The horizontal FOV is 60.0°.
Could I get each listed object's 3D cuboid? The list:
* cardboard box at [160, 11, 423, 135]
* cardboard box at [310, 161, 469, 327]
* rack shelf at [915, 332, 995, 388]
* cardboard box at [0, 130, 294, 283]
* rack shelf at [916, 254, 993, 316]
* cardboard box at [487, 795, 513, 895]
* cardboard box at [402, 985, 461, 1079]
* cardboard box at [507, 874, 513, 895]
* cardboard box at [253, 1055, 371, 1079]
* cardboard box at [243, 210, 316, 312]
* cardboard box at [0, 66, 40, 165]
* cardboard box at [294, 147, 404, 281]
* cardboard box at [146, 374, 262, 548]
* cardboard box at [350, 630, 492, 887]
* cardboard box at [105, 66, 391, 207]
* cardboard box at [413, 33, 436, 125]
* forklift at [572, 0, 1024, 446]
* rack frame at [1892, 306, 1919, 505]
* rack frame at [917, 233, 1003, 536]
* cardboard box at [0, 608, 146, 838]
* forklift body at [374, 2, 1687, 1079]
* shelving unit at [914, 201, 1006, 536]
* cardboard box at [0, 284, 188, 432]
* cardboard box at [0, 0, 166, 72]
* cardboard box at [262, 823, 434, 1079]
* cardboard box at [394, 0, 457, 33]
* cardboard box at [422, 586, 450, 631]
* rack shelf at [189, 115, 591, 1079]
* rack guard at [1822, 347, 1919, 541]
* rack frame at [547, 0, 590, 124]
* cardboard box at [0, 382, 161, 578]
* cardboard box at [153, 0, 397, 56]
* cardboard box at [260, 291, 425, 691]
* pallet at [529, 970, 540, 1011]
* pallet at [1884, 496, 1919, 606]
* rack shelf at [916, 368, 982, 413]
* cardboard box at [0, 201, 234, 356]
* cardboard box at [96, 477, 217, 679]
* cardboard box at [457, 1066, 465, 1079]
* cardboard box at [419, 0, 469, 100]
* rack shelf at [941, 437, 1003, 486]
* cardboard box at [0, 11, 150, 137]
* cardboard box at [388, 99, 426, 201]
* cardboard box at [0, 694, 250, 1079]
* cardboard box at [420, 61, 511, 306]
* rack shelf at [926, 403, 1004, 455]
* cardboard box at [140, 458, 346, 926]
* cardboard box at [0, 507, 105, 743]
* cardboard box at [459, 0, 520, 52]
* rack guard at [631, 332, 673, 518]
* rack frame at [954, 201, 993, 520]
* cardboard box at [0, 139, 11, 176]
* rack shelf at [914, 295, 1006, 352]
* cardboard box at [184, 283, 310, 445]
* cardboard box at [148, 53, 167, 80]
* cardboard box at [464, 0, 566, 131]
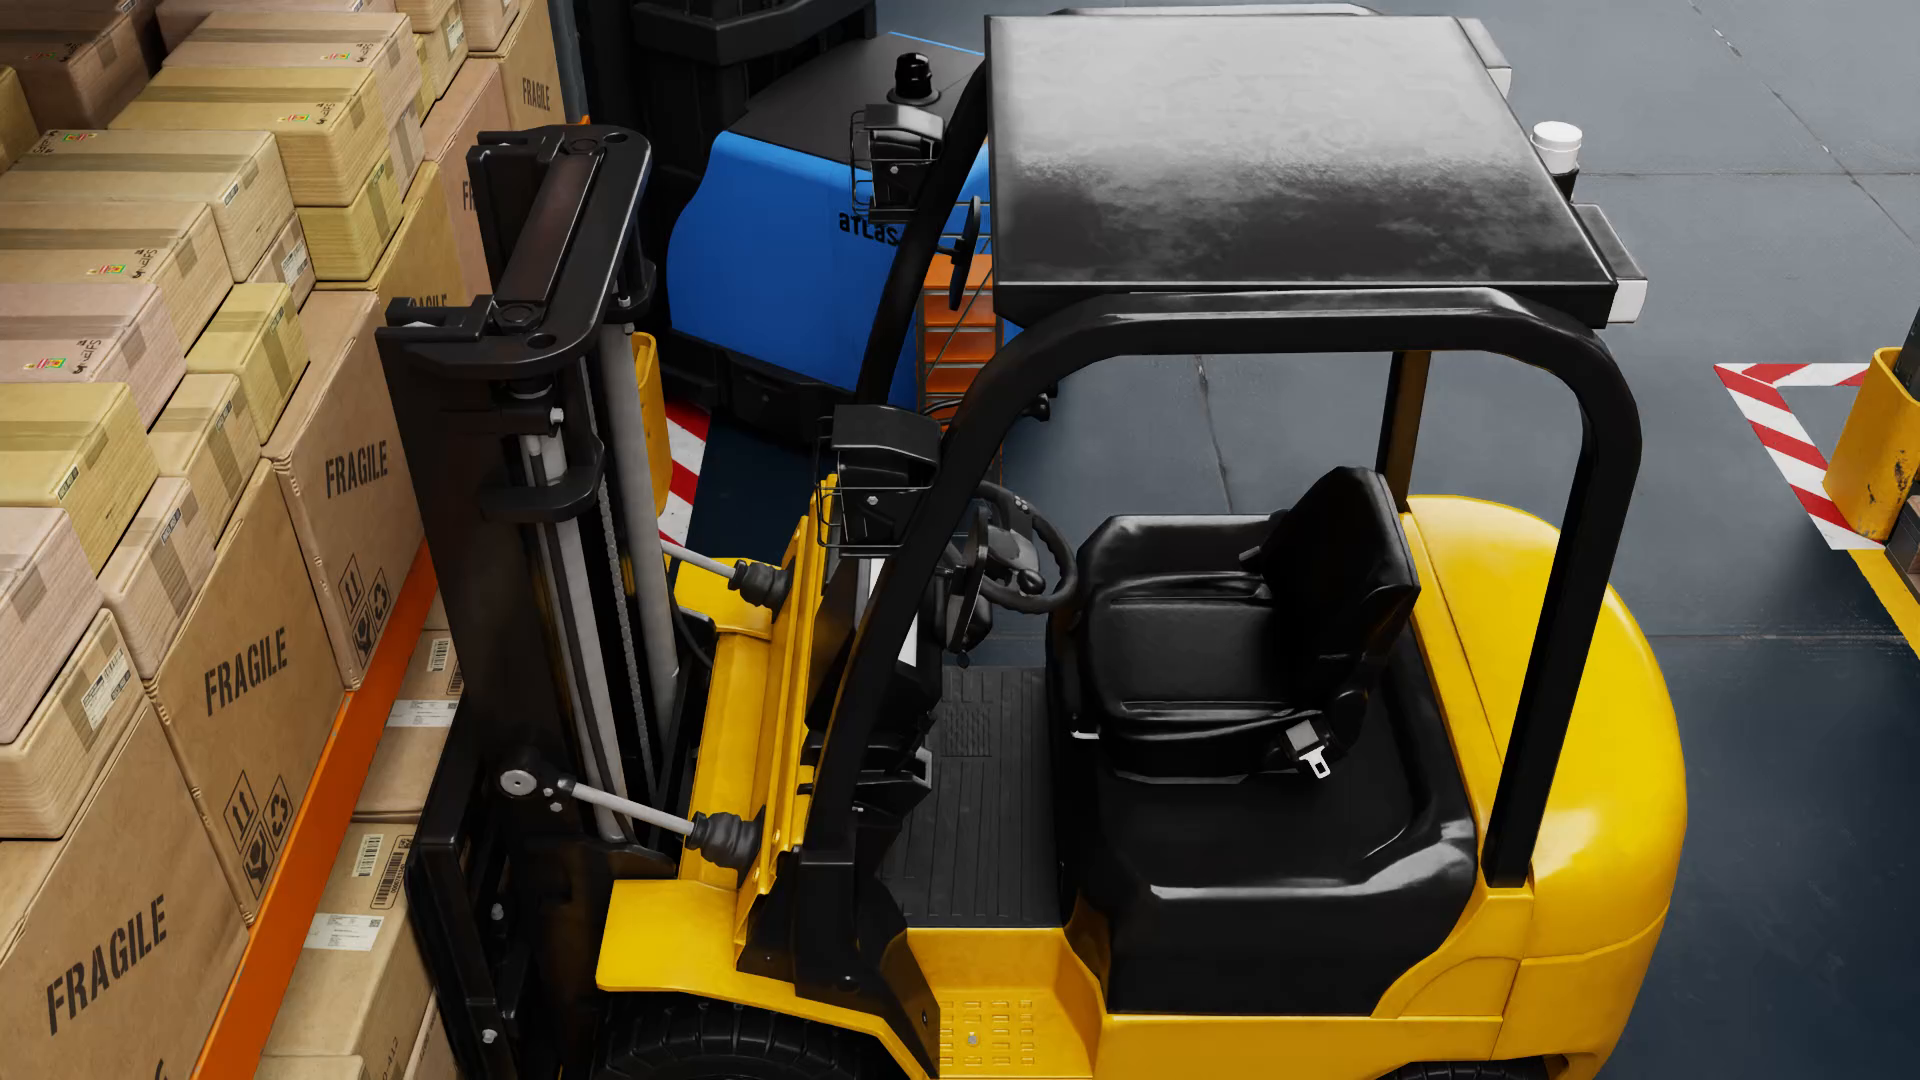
[{"bbox_3d":[-1.234,-0.866,3.095,0.380,0.149,0.250,1,39,1],"label":"cardboard box"},{"bbox_3d":[-1.285,-0.404,3.276,0.500,0.500,0.500,-1,39,-1],"label":"cardboard box"},{"bbox_3d":[0.000,-0.536,4.839,0.258,0.103,0.180,0,39,0],"label":"rack shelf"},{"bbox_3d":[-1.322,-0.543,2.692,0.380,0.149,0.250,0,39,1],"label":"cardboard box"},{"bbox_3d":[0.000,-0.724,4.689,0.258,0.103,0.180,0,39,0],"label":"rack shelf"},{"bbox_3d":[-1.219,0.650,3.504,0.500,0.250,0.500,0,39,0],"label":"cardboard box"},{"bbox_3d":[-1.220,0.966,3.109,0.500,0.250,0.500,0,39,0],"label":"cardboard box"},{"bbox_3d":[-1.219,0.834,3.674,0.500,0.250,0.500,1,39,1],"label":"cardboard box"},{"bbox_3d":[-1.213,1.080,2.567,0.500,0.250,0.500,0,39,0],"label":"cardboard box"},{"bbox_3d":[-1.324,-0.435,2.795,0.380,0.149,0.250,0,39,0],"label":"cardboard box"},{"bbox_3d":[-1.860,-0.703,2.892,0.380,0.149,0.250,-1,39,-1],"label":"cardboard box"},{"bbox_3d":[-1.234,-0.591,2.990,0.380,0.149,0.250,0,39,0],"label":"cardboard box"},{"bbox_3d":[-1.246,-0.108,2.388,0.380,0.149,0.250,-1,39,-1],"label":"cardboard box"},{"bbox_3d":[-1.218,0.441,3.365,0.500,0.250,0.500,-1,39,-1],"label":"cardboard box"},{"bbox_3d":[-1.228,-0.704,2.893,0.380,0.149,0.250,1,39,1],"label":"cardboard box"},{"bbox_3d":[-1.302,-0.916,3.396,0.380,0.149,0.250,0,39,0],"label":"cardboard box"},{"bbox_3d":[-1.096,-2.040,5.452,3.031,2.935,1.130,21,43,24],"label":"forklift"},{"bbox_3d":[3.423,-1.324,4.503,1.000,3.000,0.127,0,39,0],"label":"rack frame"},{"bbox_3d":[0.000,-0.420,4.815,0.240,1.200,0.006,0,39,0],"label":"rack frame"},{"bbox_3d":[-1.230,0.213,1.987,0.380,0.149,0.250,1,39,1],"label":"cardboard box"},{"bbox_3d":[0.286,0.198,3.283,2.313,2.155,1.214,0,39,0],"label":"forklift body"},{"bbox_3d":[0.000,-0.477,4.886,0.258,1.200,0.189,0,39,0],"label":"shelving unit"},{"bbox_3d":[-1.321,-0.230,2.301,0.380,0.149,0.250,0,39,0],"label":"cardboard box"},{"bbox_3d":[-1.788,-1.032,3.303,0.380,0.149,0.250,0,39,0],"label":"cardboard box"},{"bbox_3d":[-1.225,0.769,2.955,0.500,0.250,0.500,1,39,1],"label":"cardboard box"},{"bbox_3d":[-1.271,-1.184,3.493,0.380,0.149,0.250,1,39,1],"label":"cardboard box"},{"bbox_3d":[-1.211,0.124,3.760,0.500,0.250,0.500,0,39,1],"label":"cardboard box"},{"bbox_3d":[-1.538,0.214,3.160,1.077,0.370,4.000,0,39,0],"label":"rack shelf"},{"bbox_3d":[3.423,-0.301,5.225,1.175,0.500,0.348,0,39,0],"label":"rack guard"},{"bbox_3d":[-1.541,-1.318,4.496,1.000,3.000,0.127,0,39,0],"label":"rack frame"},{"bbox_3d":[-1.265,-0.070,2.103,0.380,0.149,0.250,-1,39,-1],"label":"cardboard box"},{"bbox_3d":[-1.345,-1.028,3.298,0.380,0.149,0.250,0,39,0],"label":"cardboard box"},{"bbox_3d":[-1.274,-0.090,2.884,0.500,0.500,0.500,0,39,0],"label":"cardboard box"},{"bbox_3d":[-1.499,1.010,3.821,1.003,0.211,1.213,0,39,0],"label":"pallet"},{"bbox_3d":[3.389,0.320,4.682,1.003,0.211,1.213,0,39,0],"label":"pallet"},{"bbox_3d":[0.000,-0.443,4.914,0.258,0.103,0.180,0,39,0],"label":"rack shelf"},{"bbox_3d":[-1.339,-0.385,2.496,0.380,0.149,0.250,0,39,0],"label":"cardboard box"},{"bbox_3d":[-1.228,0.049,2.192,0.380,0.149,0.250,0,39,-1],"label":"cardboard box"},{"bbox_3d":[-1.238,1.151,3.278,0.500,0.250,0.500,1,39,1],"label":"cardboard box"},{"bbox_3d":[-1.291,-1.071,3.589,0.380,0.149,0.250,1,39,1],"label":"cardboard box"},{"bbox_3d":[0.000,-0.255,5.064,0.258,0.103,0.180,0,39,0],"label":"rack shelf"},{"bbox_3d":[-1.762,-0.867,3.097,0.380,0.149,0.250,1,39,1],"label":"cardboard box"},{"bbox_3d":[-1.255,-0.749,3.187,0.380,0.149,0.250,-1,39,-2],"label":"cardboard box"},{"bbox_3d":[-1.293,0.541,2.096,0.500,0.500,0.500,1,39,1],"label":"cardboard box"},{"bbox_3d":[-1.286,-0.725,3.676,0.500,0.500,0.500,1,39,1],"label":"cardboard box"},{"bbox_3d":[0.000,-0.349,4.989,0.258,0.103,0.180,0,39,0],"label":"rack shelf"},{"bbox_3d":[-1.294,0.225,2.491,0.500,0.500,0.500,0,39,0],"label":"cardboard box"},{"bbox_3d":[-1.237,0.092,1.900,0.380,0.149,0.250,1,39,1],"label":"cardboard box"},{"bbox_3d":[-1.230,-1.233,3.792,0.380,0.149,0.250,1,39,1],"label":"cardboard box"},{"bbox_3d":[-1.541,-0.357,5.296,1.175,0.500,0.348,0,39,0],"label":"rack guard"},{"bbox_3d":[0.000,-0.534,4.957,0.240,1.200,0.006,0,39,0],"label":"rack frame"},{"bbox_3d":[-1.781,-0.548,2.699,0.380,0.149,0.250,0,39,0],"label":"cardboard box"},{"bbox_3d":[0.000,-0.630,4.764,0.258,0.103,0.180,0,39,0],"label":"rack shelf"},{"bbox_3d":[-1.255,-0.275,2.596,0.380,0.149,0.250,-1,39,-1],"label":"cardboard box"},{"bbox_3d":[-1.802,-0.917,3.397,0.380,0.149,0.250,-1,39,-2],"label":"cardboard box"},{"bbox_3d":[-1.278,-1.049,4.081,0.500,0.500,0.500,-1,39,-1],"label":"cardboard box"}]
